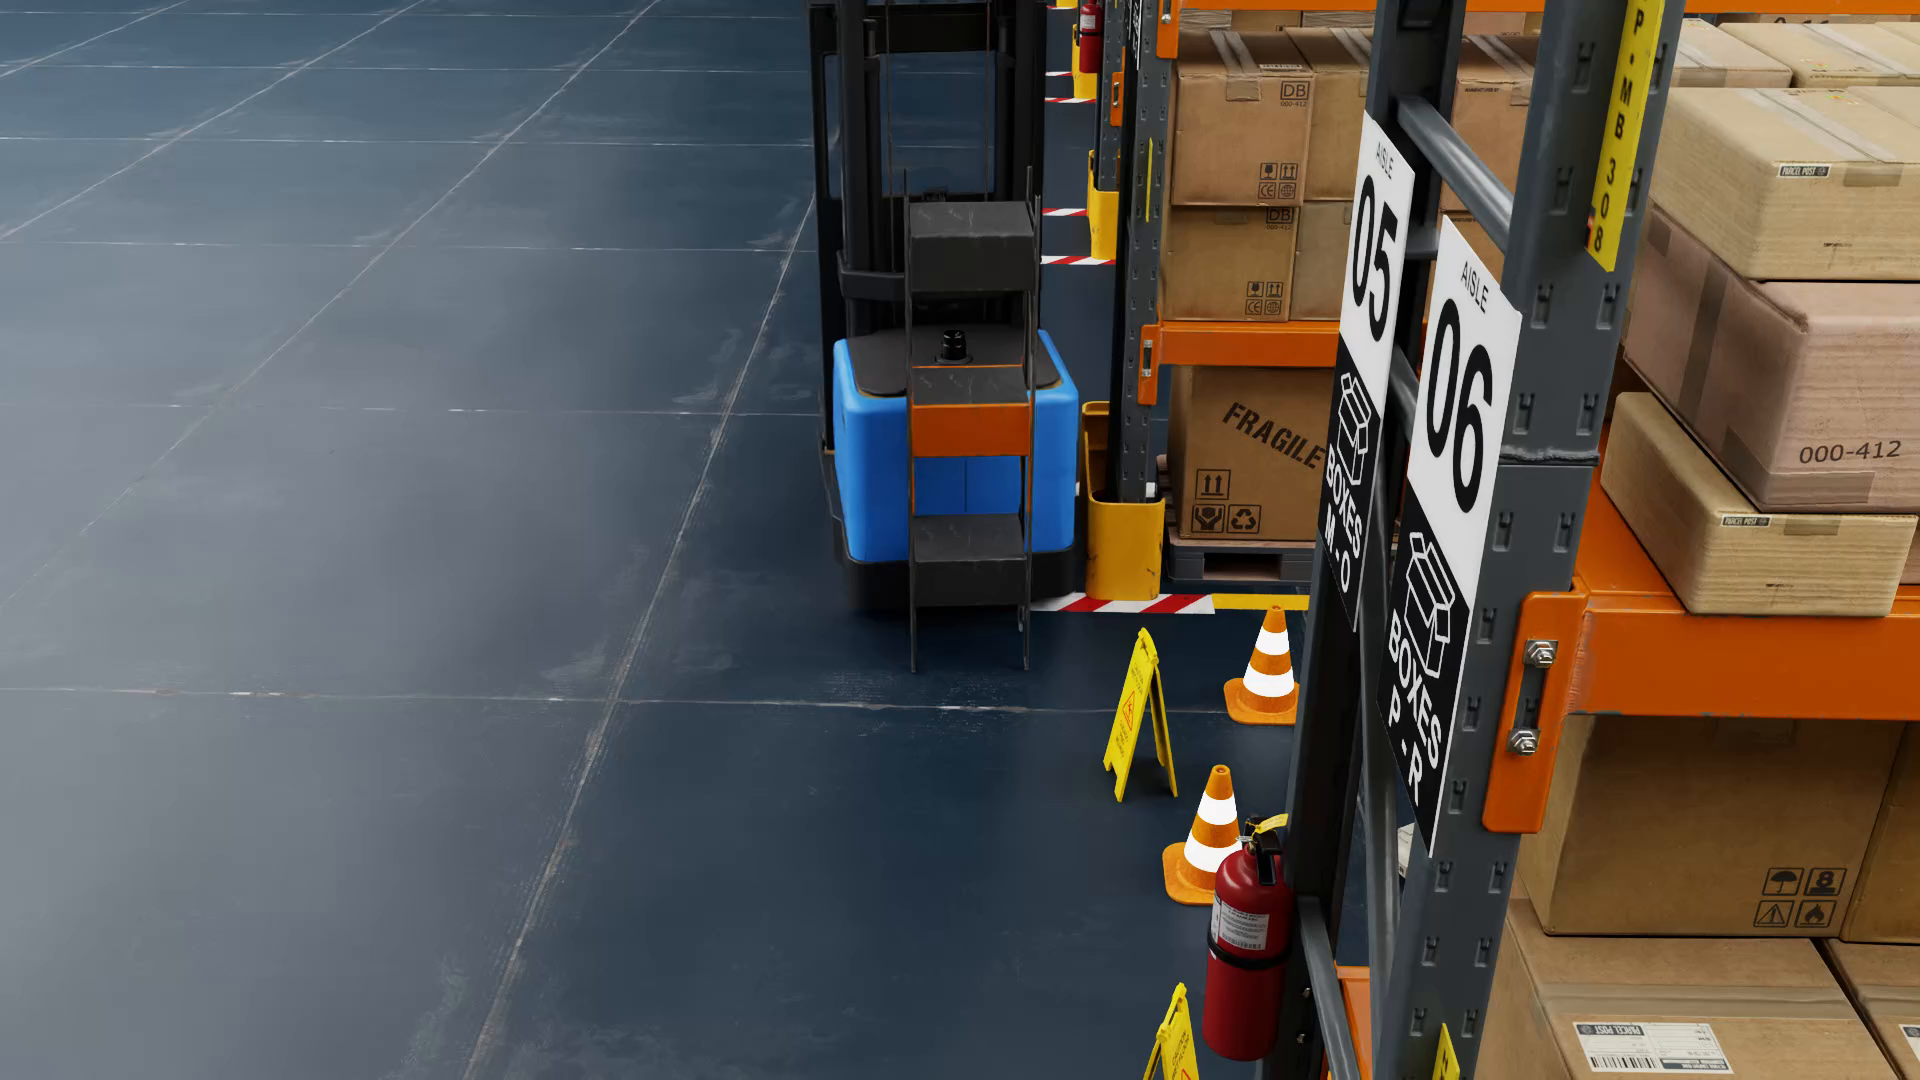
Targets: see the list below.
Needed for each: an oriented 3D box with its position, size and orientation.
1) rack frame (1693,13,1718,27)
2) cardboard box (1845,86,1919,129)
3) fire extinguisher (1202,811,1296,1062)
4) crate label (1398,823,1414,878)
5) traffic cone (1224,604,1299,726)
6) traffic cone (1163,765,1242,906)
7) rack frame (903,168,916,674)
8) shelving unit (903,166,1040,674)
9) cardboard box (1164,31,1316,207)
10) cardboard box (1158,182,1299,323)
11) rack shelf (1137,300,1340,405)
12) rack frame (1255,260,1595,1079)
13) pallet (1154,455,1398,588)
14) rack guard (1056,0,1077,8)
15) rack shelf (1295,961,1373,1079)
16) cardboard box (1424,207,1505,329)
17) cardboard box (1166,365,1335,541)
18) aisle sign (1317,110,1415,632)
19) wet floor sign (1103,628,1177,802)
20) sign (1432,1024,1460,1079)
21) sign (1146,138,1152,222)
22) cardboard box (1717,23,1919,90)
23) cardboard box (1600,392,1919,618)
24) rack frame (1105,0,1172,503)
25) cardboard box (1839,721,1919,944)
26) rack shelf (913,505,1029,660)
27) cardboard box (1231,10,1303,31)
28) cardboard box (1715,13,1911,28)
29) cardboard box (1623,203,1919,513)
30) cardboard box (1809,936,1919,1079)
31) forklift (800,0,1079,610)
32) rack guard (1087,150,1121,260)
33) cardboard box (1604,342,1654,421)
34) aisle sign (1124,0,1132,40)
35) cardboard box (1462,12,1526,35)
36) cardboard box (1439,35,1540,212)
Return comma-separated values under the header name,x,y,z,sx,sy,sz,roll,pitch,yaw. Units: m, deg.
name,x,y,z,sx,sy,sz,roll,pitch,yaw
rack frame,5.074,-3.571,11.784,0.127,3.000,1.000,1,28,2
cardboard box,1.327,-0.467,2.143,0.250,0.149,0.380,1,28,2
fire extinguisher,0.629,0.818,3.587,0.183,0.674,0.296,1,28,2
crate label,1.690,1.128,5.976,0.298,0.136,0.250,-14,31,-24
traffic cone,1.281,0.477,6.856,0.334,0.463,0.336,1,28,2
traffic cone,0.902,1.000,5.869,0.334,0.463,0.336,1,28,2
rack frame,-0.207,-0.438,6.823,0.015,2.100,0.400,-1,29,-2
shelving unit,0.036,-0.443,6.834,0.503,2.100,0.431,-1,29,-2
cardboard box,1.170,-1.836,7.199,0.550,0.550,0.875,1,28,2
cardboard box,1.173,-1.399,7.526,0.550,0.550,0.875,1,28,2
rack shelf,2.799,-0.966,7.639,4.000,0.370,1.077,1,28,2
rack frame,0.727,1.001,3.158,0.127,3.000,1.000,1,28,2
pallet,1.603,-0.109,8.230,1.213,0.211,1.003,1,28,2
rack guard,1.406,-7.170,21.242,0.348,0.500,1.175,1,28,2
rack shelf,2.726,1.352,3.265,4.000,0.370,1.077,1,28,2
cardboard box,2.279,-1.332,7.399,0.550,0.550,0.875,1,28,2
cardboard box,1.481,-0.584,7.969,0.875,0.875,0.875,1,28,2
aisle sign,0.675,-0.284,2.808,0.004,0.787,0.394,1,28,2
wet floor sign,0.702,0.649,6.336,0.232,0.644,0.267,-4,28,-7
sign,0.708,0.873,2.477,0.005,0.325,0.100,1,28,2
sign,0.775,-1.475,6.821,0.005,0.325,0.100,1,28,2
cardboard box,1.332,-0.676,2.536,0.250,0.149,0.380,1,28,3
cardboard box,1.047,-0.056,2.218,0.250,0.149,0.380,1,28,2
rack frame,0.801,-1.317,7.532,0.127,3.000,1.000,1,28,2
cardboard box,1.751,0.302,2.986,0.500,0.500,0.700,1,28,2
rack shelf,0.036,0.180,7.181,0.480,0.518,0.431,-1,29,-2
cardboard box,2.129,-3.839,11.865,0.500,0.500,0.875,1,28,2
cardboard box,5.863,-3.943,11.397,1.000,1.000,1.000,1,28,2
cardboard box,1.220,-0.256,2.170,0.500,0.250,0.500,0,28,1
cardboard box,1.708,0.970,2.792,0.500,0.500,0.500,2,28,3
forklift,-0.182,-1.643,8.220,1.130,2.935,3.031,-4,28,-7
rack guard,1.153,-2.532,12.492,0.348,0.500,1.175,1,28,2
cardboard box,1.093,-0.338,2.751,0.250,0.149,0.380,1,28,2
aisle sign,0.740,-2.607,7.191,0.004,0.787,0.394,1,28,2
cardboard box,3.625,-3.769,11.733,0.500,0.500,0.875,1,28,2
cardboard box,2.278,-1.798,7.125,0.550,0.550,0.875,1,28,2
